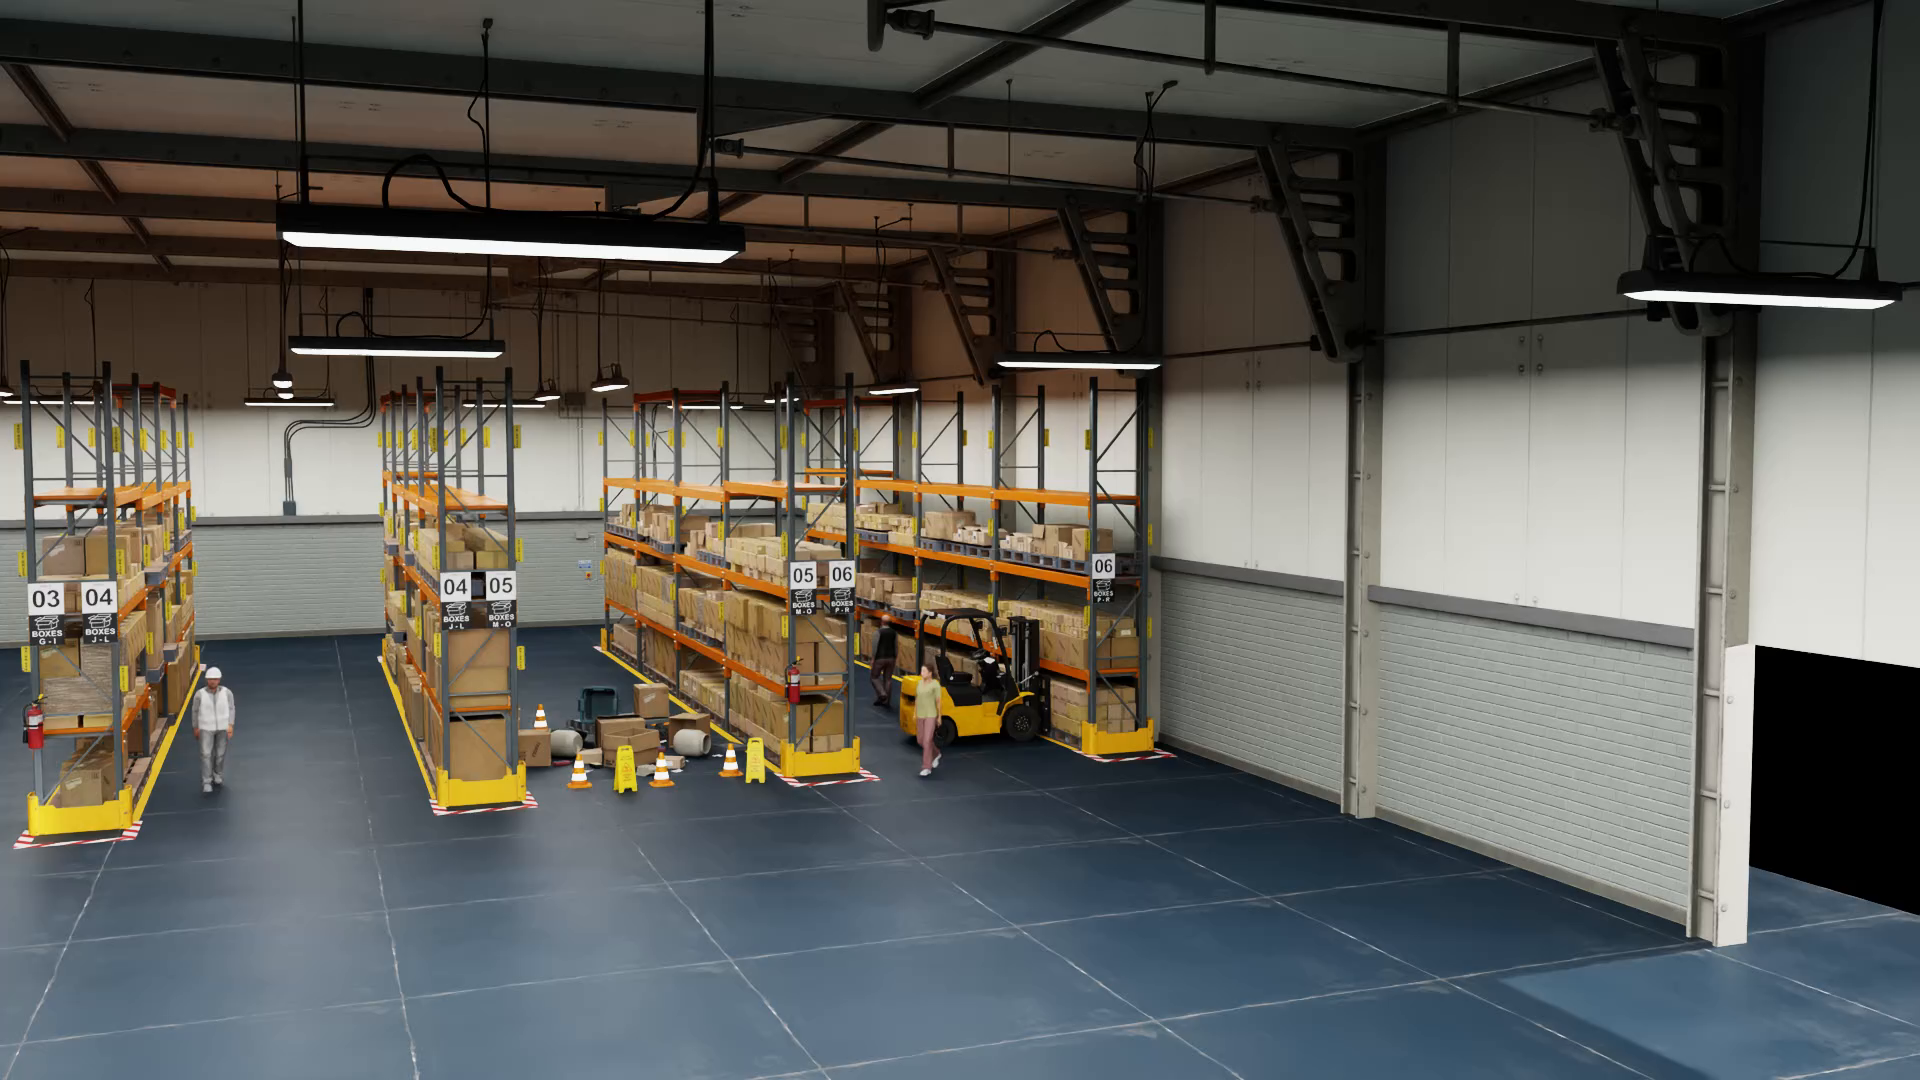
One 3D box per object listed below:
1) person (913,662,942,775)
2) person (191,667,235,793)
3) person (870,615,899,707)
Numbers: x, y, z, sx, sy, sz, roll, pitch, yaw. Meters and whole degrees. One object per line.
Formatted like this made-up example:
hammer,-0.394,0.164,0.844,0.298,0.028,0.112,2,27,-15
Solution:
person,-0.461,2.661,25.022,0.443,1.657,0.770,3,4,38
person,-10.647,2.684,23.770,0.552,1.724,0.979,-2,4,-35
person,-1.404,2.263,31.107,0.564,1.715,0.457,-2,4,-25
